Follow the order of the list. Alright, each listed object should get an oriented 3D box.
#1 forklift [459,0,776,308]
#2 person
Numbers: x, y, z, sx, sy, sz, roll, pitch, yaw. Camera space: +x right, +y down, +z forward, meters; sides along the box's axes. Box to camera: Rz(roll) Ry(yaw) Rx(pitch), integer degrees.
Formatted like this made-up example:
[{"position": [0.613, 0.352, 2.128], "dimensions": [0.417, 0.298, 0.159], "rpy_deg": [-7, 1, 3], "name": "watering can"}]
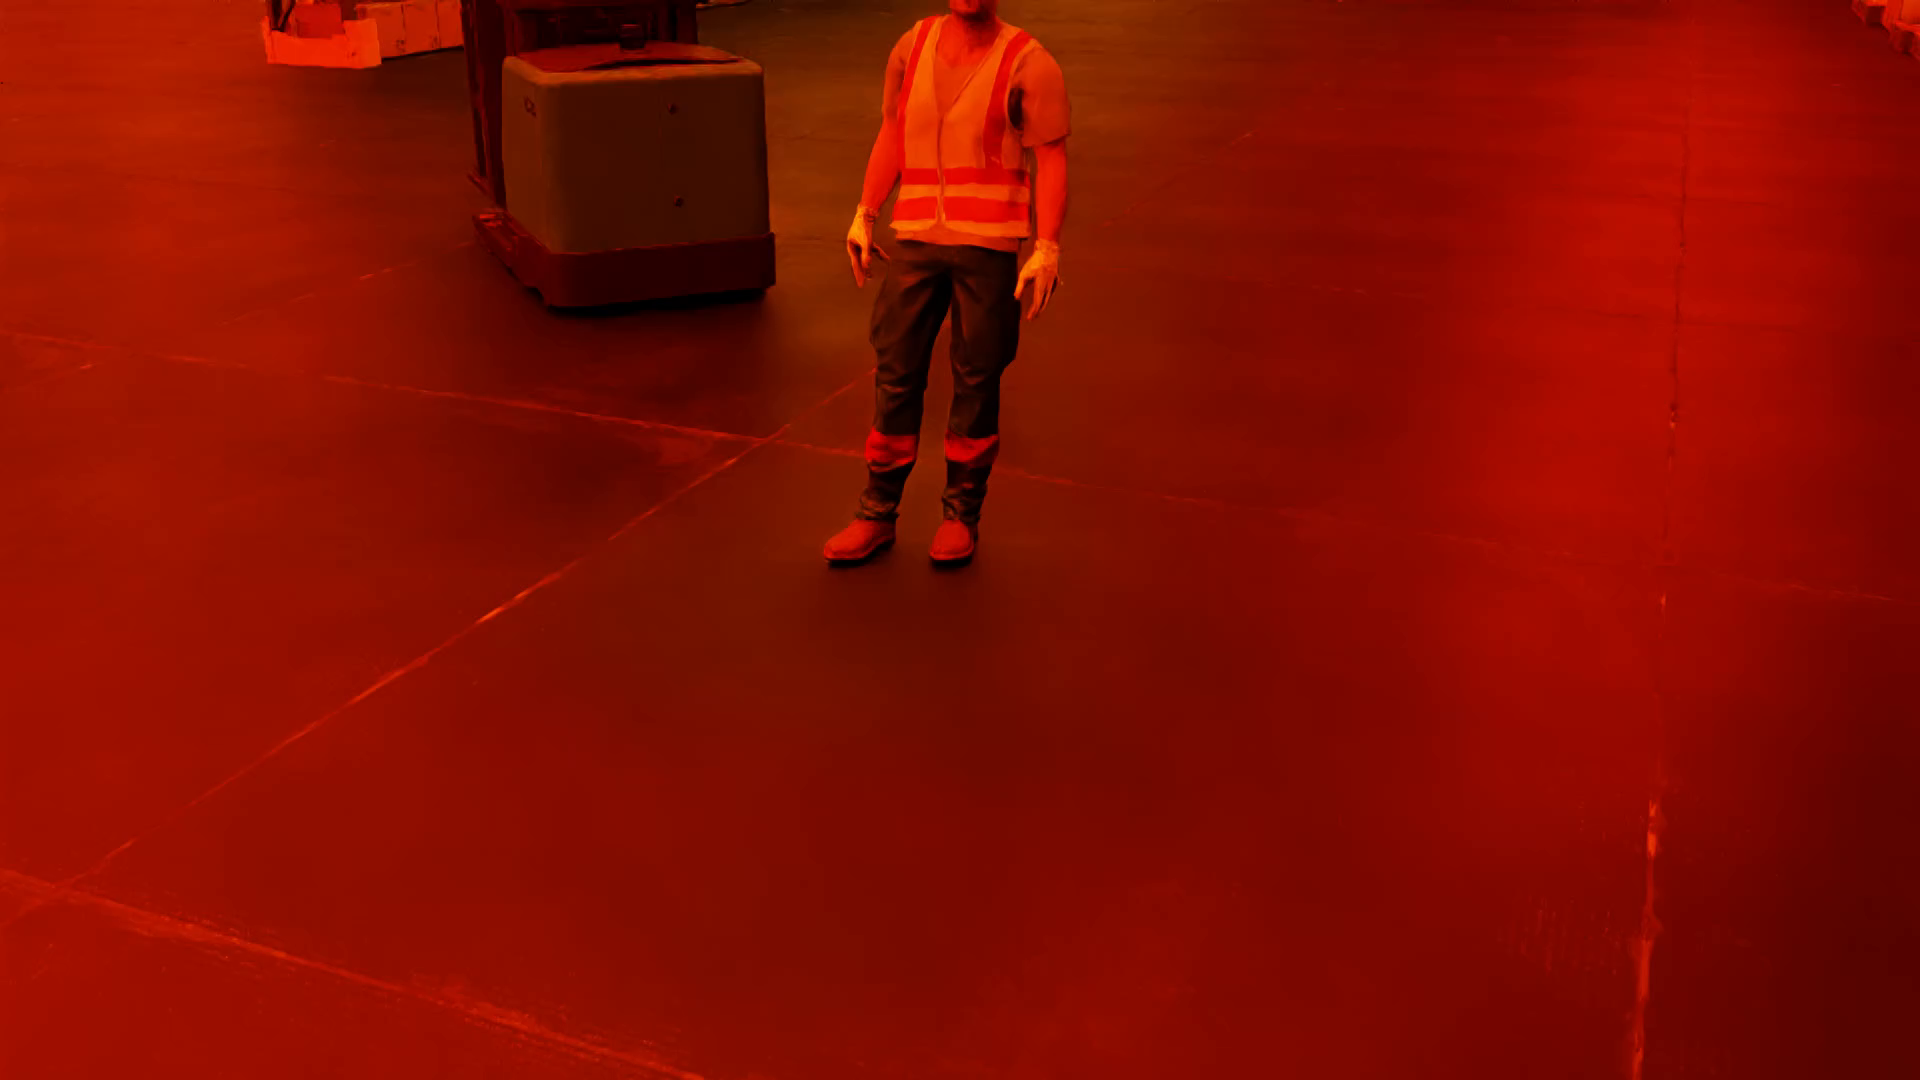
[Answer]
[{"position": [-1.944, -2.918, 8.273], "dimensions": [1.130, 2.935, 3.031], "rpy_deg": [-10, 25, -23], "name": "forklift"}, {"position": [-0.041, -0.805, 4.681], "dimensions": [0.637, 1.787, 0.563], "rpy_deg": [9, 24, 21], "name": "person"}]
